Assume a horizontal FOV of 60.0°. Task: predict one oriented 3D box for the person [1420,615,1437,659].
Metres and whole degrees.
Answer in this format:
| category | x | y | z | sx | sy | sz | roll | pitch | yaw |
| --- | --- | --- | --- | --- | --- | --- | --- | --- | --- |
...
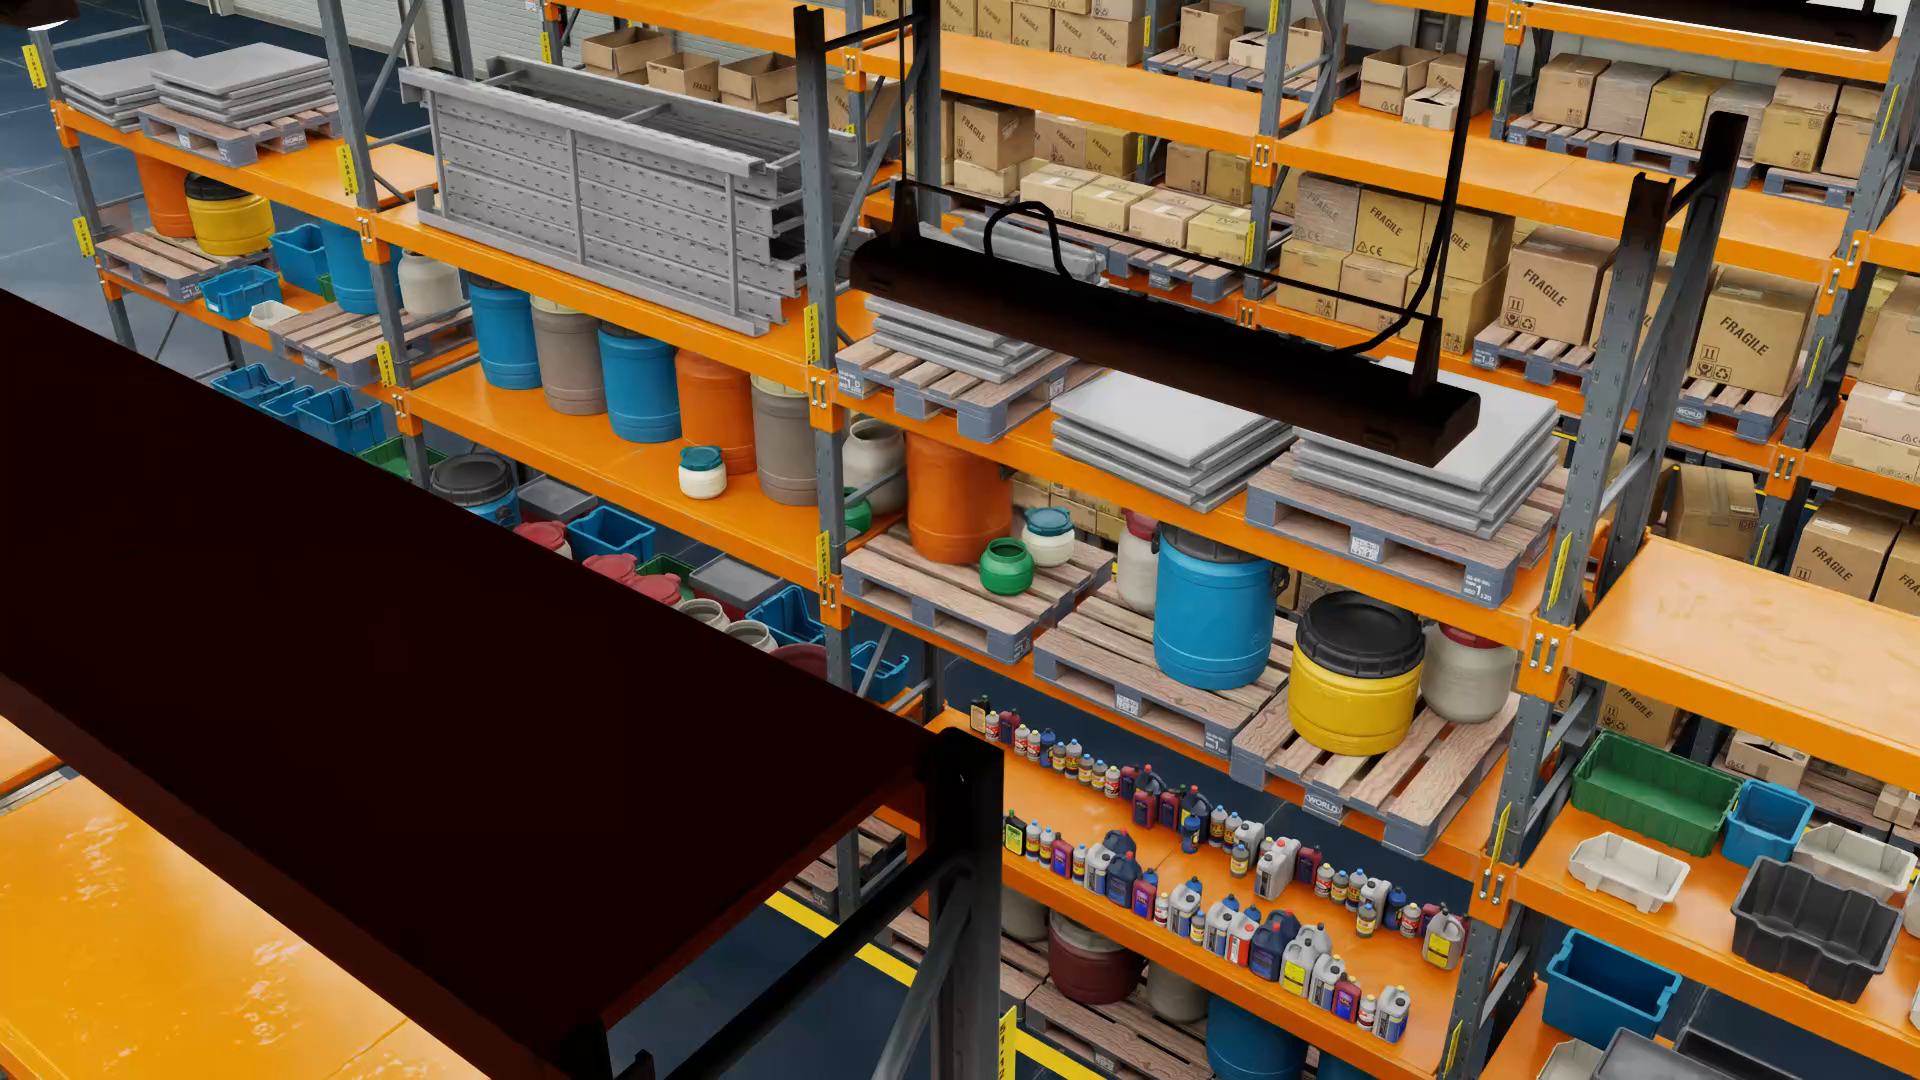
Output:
| category | x | y | z | sx | sy | sz | roll | pitch | yaw |
| --- | --- | --- | --- | --- | --- | --- | --- | --- | --- |
| person | 3.443 | 1.046 | 11.999 | 0.625 | 1.636 | 0.732 | -27 | 40 | -36 |
